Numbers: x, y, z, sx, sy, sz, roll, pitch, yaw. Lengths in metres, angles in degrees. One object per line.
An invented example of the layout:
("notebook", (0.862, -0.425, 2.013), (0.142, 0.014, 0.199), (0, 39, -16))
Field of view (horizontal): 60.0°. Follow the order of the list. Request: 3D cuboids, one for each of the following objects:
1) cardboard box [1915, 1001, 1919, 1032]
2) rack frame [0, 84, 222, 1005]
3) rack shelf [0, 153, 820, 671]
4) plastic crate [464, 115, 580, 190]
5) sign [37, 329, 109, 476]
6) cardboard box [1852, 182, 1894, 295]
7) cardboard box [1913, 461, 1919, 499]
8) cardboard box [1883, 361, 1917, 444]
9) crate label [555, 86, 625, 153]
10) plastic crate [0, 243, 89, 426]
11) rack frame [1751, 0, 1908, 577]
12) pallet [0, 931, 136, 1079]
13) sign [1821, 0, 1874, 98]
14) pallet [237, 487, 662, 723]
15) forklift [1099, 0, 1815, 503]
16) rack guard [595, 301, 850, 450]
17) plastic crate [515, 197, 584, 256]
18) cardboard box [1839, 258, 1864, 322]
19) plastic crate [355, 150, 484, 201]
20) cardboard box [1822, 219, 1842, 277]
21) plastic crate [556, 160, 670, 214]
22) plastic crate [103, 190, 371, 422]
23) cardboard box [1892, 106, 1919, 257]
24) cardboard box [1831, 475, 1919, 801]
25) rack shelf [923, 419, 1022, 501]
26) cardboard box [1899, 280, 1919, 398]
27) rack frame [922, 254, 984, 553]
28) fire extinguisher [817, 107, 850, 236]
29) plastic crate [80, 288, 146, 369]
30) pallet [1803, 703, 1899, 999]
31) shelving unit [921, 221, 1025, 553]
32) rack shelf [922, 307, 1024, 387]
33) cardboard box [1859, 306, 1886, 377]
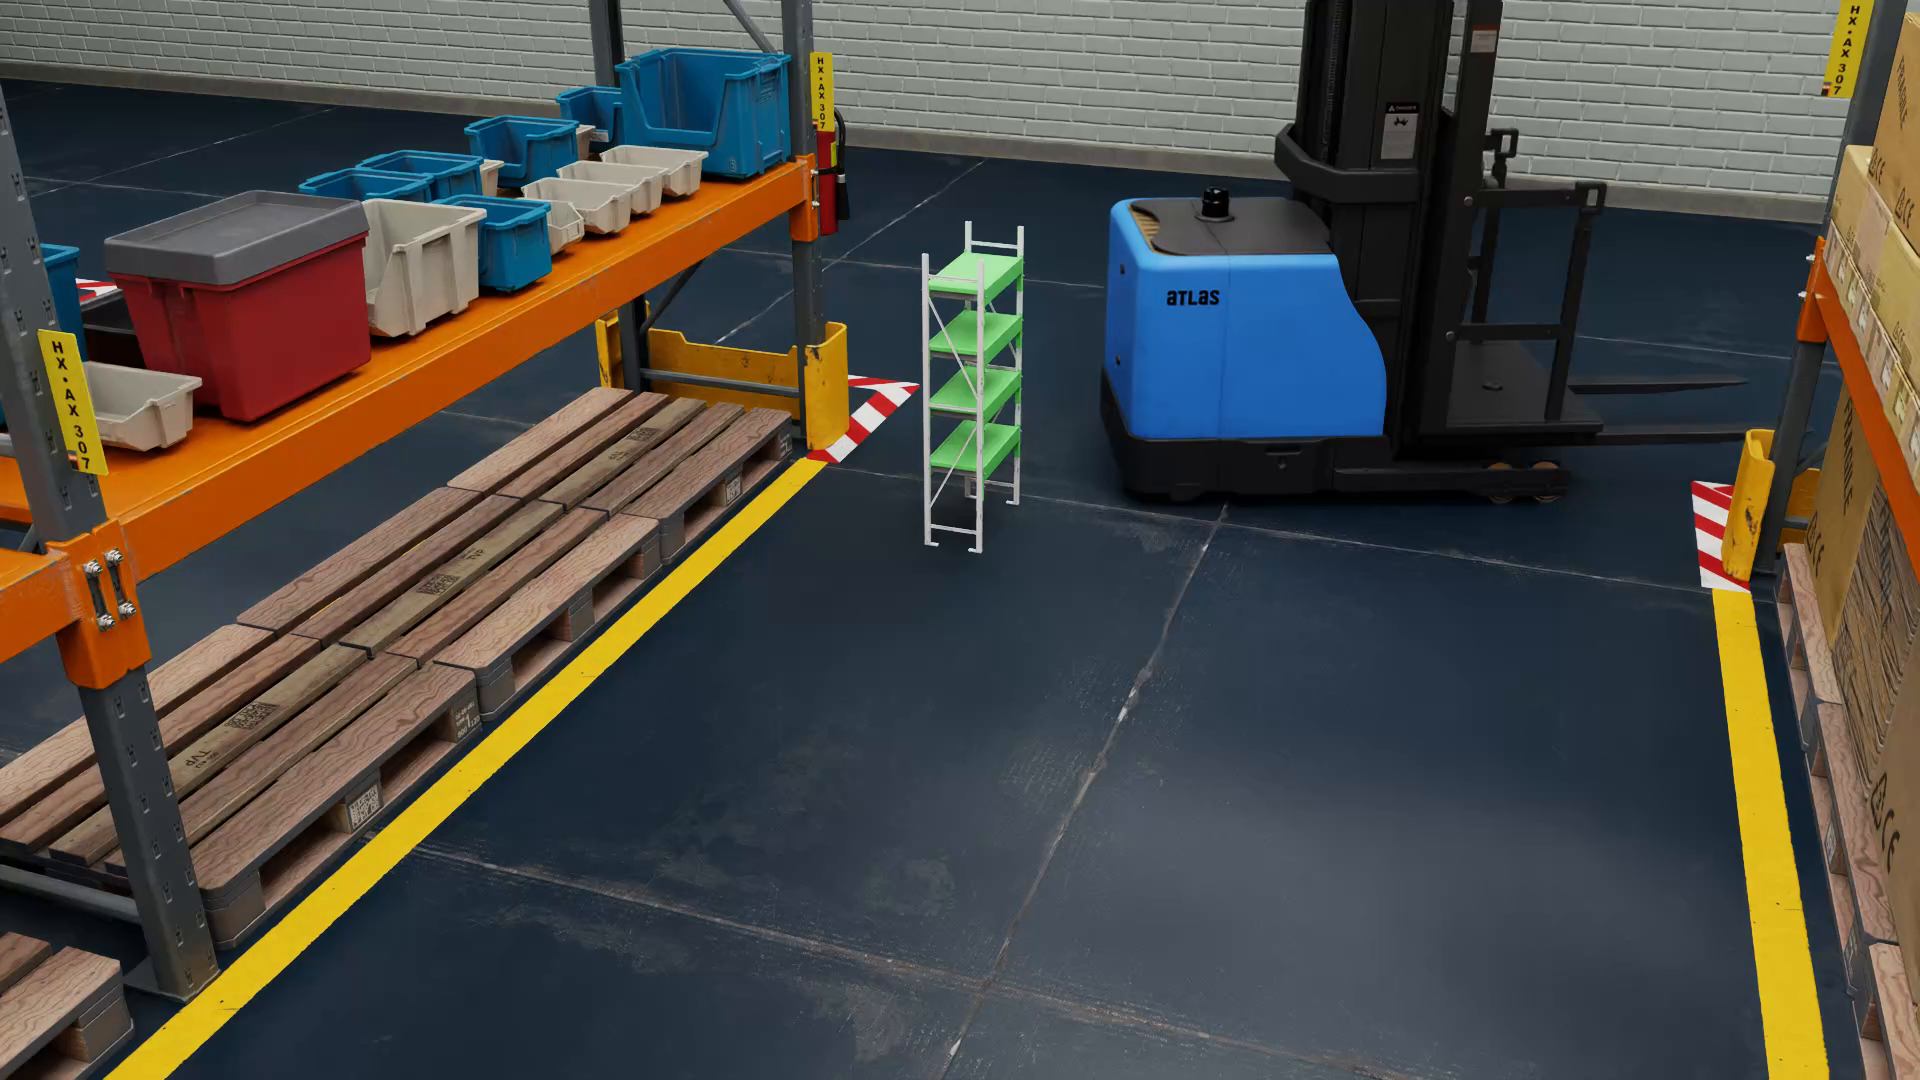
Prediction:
("cardboard box", (2.528, 0.975, 3.251), (0.875, 0.875, 0.875), (9, 27, 17))
("rack frame", (-2.438, -0.251, 3.827), (1.000, 3.000, 0.127), (9, 27, 17))
("rack shelf", (-1.772, -0.749, 5.681), (1.077, 0.370, 4.000), (9, 27, 17))
("plastic crate", (-1.718, -1.522, 6.575), (0.416, 0.233, 0.300), (9, 27, 17))
("sign", (-1.920, -0.295, 3.600), (0.100, 0.325, 0.005), (9, 27, 17))
("cardboard box", (2.983, -0.870, 4.936), (0.500, 0.250, 0.500), (8, 27, 17))
("cardboard box", (2.453, -0.121, 3.846), (0.380, 0.149, 0.250), (8, 27, 17))
("cardboard box", (2.624, -0.333, 4.285), (0.380, 0.149, 0.250), (8, 27, 16))
("crate label", (-1.499, -1.793, 7.134), (0.416, 0.233, 0.303), (9, 27, 17))
("plastic crate", (-2.604, -0.512, 4.316), (0.392, 0.384, 0.575), (9, 27, 17))
("rack frame", (3.564, -1.177, 5.738), (1.000, 3.000, 0.127), (9, 27, 17))
("pallet", (-2.734, 1.315, 3.792), (1.003, 0.211, 1.213), (9, 27, 17))
("sign", (3.043, -1.685, 5.704), (0.100, 0.325, 0.005), (9, 27, 17))
("pallet", (-1.825, 0.193, 6.109), (1.003, 0.211, 1.213), (9, 27, 17))
("forklift", (2.190, -1.708, 6.914), (3.031, 2.935, 1.130), (-1, 26, -2))
("rack guard", (-1.111, -0.782, 7.791), (1.175, 0.500, 0.348), (9, 27, 17))
("plastic crate", (-1.468, -1.083, 5.778), (0.298, 0.136, 0.250), (9, 27, 17))
("cardboard box", (2.966, -0.755, 5.155), (0.380, 0.149, 0.250), (8, 27, 16))
("plastic crate", (-1.938, -1.252, 6.017), (0.416, 0.233, 0.300), (9, 27, 17))
("cardboard box", (3.135, -0.966, 5.591), (0.380, 0.149, 0.250), (9, 27, 18))
("plastic crate", (-1.317, -1.325, 6.278), (0.396, 0.136, 0.243), (9, 27, 17))
("plastic crate", (-1.904, -0.638, 4.482), (0.402, 0.464, 0.583), (9, 27, 17))
("cardboard box", (2.816, -1.003, 4.350), (0.500, 0.500, 0.500), (8, 27, 16))
("cardboard box", (3.124, 0.239, 4.770), (0.875, 0.875, 0.875), (9, 27, 17))
("rack shelf", (0.055, -0.335, 6.761), (0.258, 0.148, 0.480), (9, 27, 17))
("cardboard box", (2.644, -0.449, 4.067), (0.500, 0.250, 0.500), (8, 27, 16))
("rack frame", (-0.026, -0.508, 6.422), (0.240, 1.200, 0.015), (9, 27, 17))
("fire extinguisher", (-0.628, -1.688, 7.312), (0.296, 0.674, 0.183), (9, 27, 17))
("plastic crate", (-2.319, -0.653, 4.904), (0.437, 0.125, 0.590), (9, 27, 17))
("pallet", (2.964, 0.918, 4.612), (1.003, 0.211, 1.213), (9, 27, 17))
("shelving unit", (0.055, -0.608, 6.629), (0.258, 1.200, 0.503), (9, 27, 17))
("rack shelf", (0.055, -0.767, 6.552), (0.258, 0.148, 0.480), (9, 27, 17))
("cardboard box", (2.794, -0.543, 4.718), (0.380, 0.149, 0.250), (8, 27, 16))
